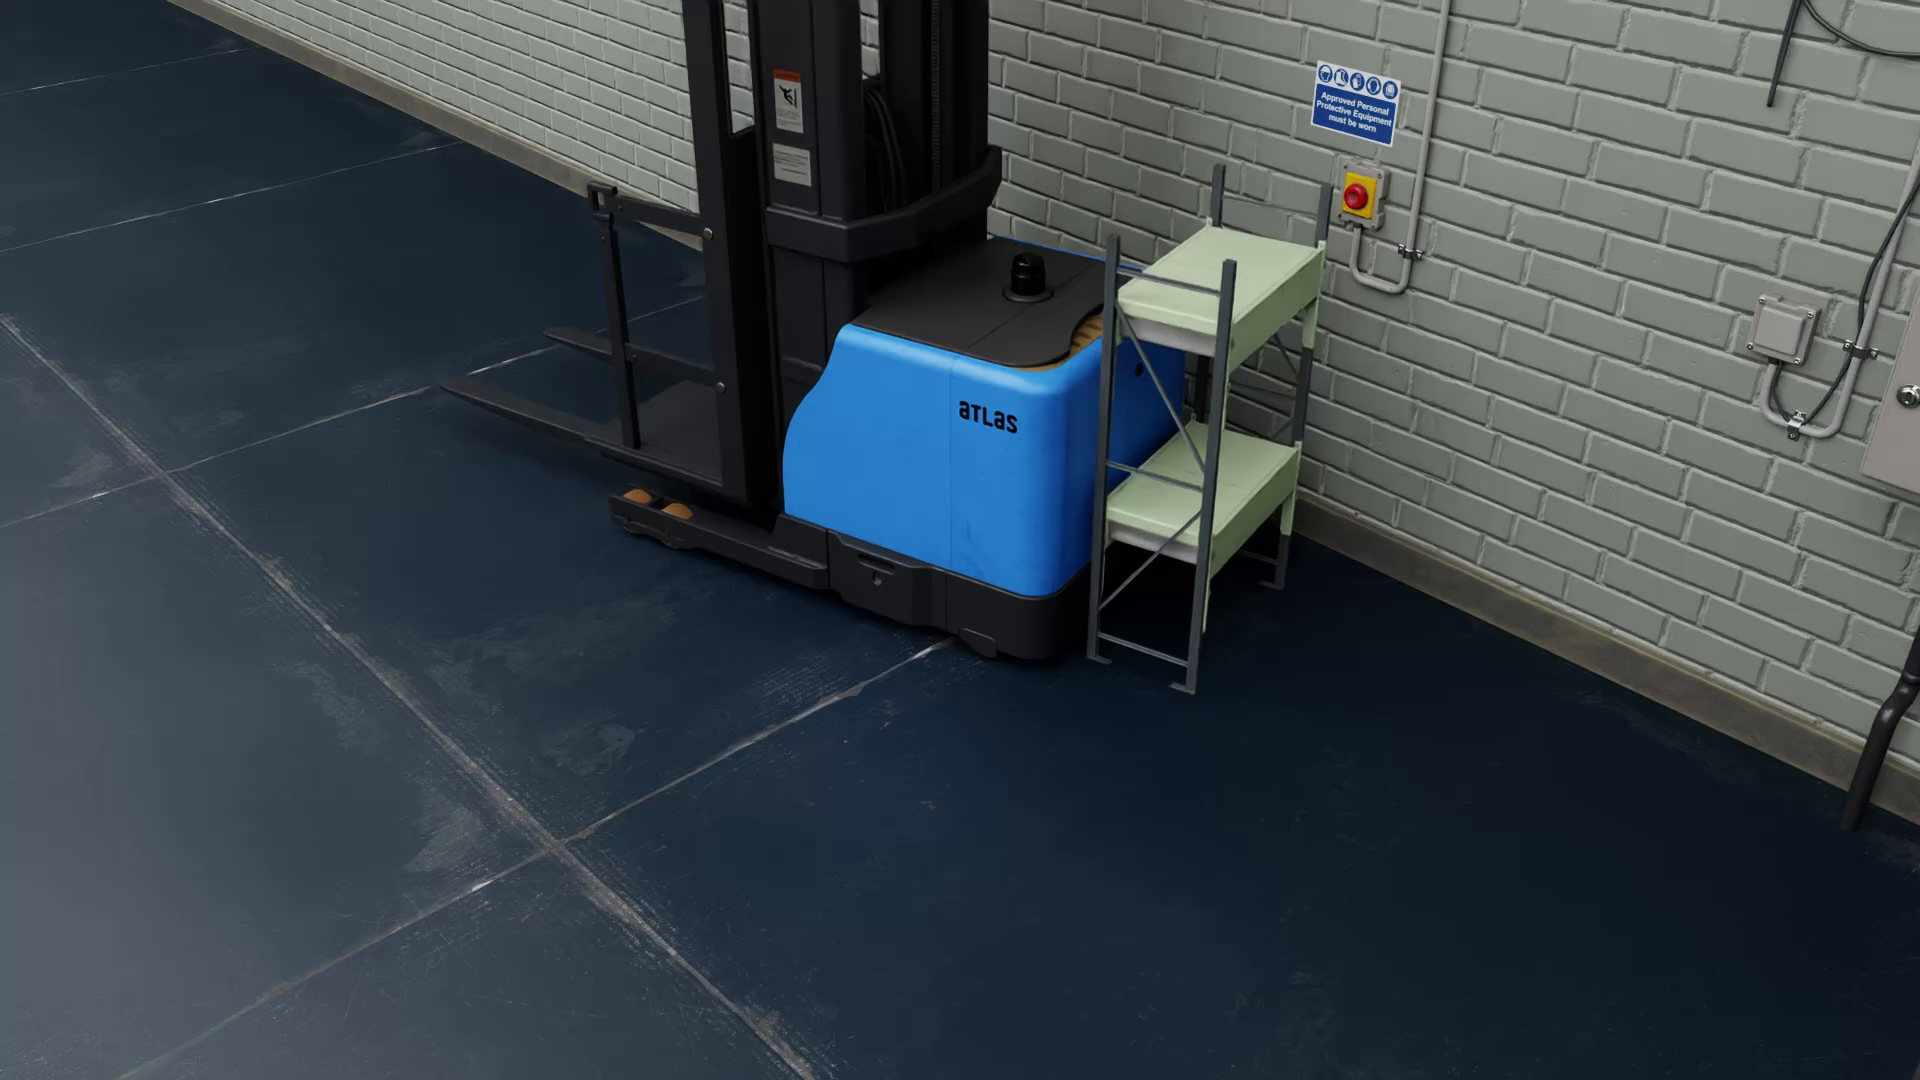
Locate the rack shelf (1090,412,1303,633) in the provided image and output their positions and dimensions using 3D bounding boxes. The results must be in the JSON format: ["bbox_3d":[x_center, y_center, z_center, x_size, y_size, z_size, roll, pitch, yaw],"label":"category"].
[{"bbox_3d":[0.796,-0.076,5.562,0.431,0.370,0.720,18,36,27],"label":"rack shelf"}]

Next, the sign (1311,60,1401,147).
[{"bbox_3d":[1.296,-1.433,5.460,0.001,0.218,0.327,-26,40,-35],"label":"sign"}]

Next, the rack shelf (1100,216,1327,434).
[{"bbox_3d":[0.796,-0.687,5.188,0.431,0.370,0.720,18,36,27],"label":"rack shelf"}]

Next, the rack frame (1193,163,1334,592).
[{"bbox_3d":[0.991,-0.516,5.656,0.400,1.500,0.023,18,36,27],"label":"rack frame"}]

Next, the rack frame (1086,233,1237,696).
[{"bbox_3d":[0.601,-0.192,5.127,0.400,1.500,0.023,18,36,27],"label":"rack frame"}]

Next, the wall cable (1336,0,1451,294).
[{"bbox_3d":[1.284,-1.725,5.191,0.123,1.953,0.585,-26,40,-35],"label":"wall cable"}]

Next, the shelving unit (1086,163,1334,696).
[{"bbox_3d":[0.796,-0.354,5.391,0.431,1.500,0.755,18,36,27],"label":"shelving unit"}]

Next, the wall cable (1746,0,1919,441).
[{"bbox_3d":[2.256,-1.173,4.319,0.122,1.984,0.588,-26,40,-35],"label":"wall cable"}]

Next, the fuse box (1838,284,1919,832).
[{"bbox_3d":[2.605,0.127,4.402,0.414,1.711,0.539,-26,40,-35],"label":"fuse box"}]

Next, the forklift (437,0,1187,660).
[{"bbox_3d":[-0.716,-1.430,5.780,3.031,2.935,1.130,19,36,27],"label":"forklift"}]
